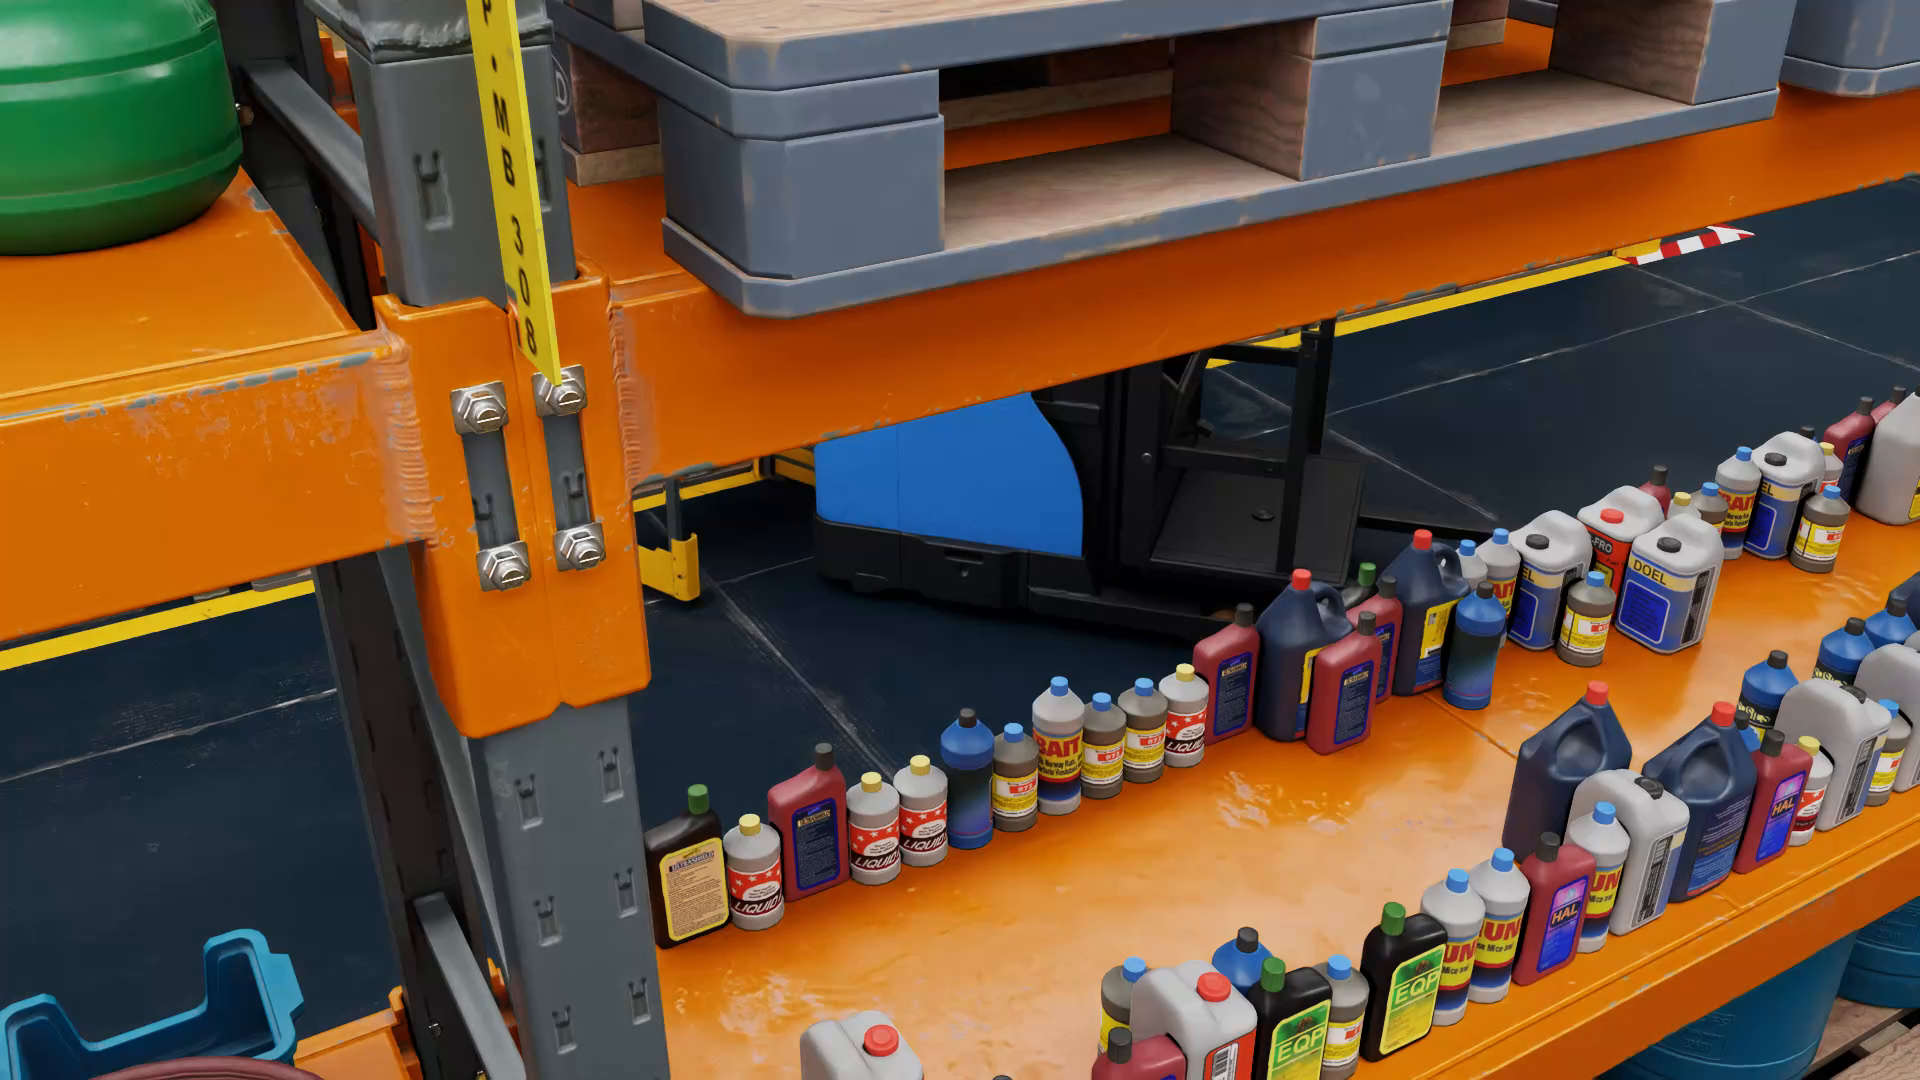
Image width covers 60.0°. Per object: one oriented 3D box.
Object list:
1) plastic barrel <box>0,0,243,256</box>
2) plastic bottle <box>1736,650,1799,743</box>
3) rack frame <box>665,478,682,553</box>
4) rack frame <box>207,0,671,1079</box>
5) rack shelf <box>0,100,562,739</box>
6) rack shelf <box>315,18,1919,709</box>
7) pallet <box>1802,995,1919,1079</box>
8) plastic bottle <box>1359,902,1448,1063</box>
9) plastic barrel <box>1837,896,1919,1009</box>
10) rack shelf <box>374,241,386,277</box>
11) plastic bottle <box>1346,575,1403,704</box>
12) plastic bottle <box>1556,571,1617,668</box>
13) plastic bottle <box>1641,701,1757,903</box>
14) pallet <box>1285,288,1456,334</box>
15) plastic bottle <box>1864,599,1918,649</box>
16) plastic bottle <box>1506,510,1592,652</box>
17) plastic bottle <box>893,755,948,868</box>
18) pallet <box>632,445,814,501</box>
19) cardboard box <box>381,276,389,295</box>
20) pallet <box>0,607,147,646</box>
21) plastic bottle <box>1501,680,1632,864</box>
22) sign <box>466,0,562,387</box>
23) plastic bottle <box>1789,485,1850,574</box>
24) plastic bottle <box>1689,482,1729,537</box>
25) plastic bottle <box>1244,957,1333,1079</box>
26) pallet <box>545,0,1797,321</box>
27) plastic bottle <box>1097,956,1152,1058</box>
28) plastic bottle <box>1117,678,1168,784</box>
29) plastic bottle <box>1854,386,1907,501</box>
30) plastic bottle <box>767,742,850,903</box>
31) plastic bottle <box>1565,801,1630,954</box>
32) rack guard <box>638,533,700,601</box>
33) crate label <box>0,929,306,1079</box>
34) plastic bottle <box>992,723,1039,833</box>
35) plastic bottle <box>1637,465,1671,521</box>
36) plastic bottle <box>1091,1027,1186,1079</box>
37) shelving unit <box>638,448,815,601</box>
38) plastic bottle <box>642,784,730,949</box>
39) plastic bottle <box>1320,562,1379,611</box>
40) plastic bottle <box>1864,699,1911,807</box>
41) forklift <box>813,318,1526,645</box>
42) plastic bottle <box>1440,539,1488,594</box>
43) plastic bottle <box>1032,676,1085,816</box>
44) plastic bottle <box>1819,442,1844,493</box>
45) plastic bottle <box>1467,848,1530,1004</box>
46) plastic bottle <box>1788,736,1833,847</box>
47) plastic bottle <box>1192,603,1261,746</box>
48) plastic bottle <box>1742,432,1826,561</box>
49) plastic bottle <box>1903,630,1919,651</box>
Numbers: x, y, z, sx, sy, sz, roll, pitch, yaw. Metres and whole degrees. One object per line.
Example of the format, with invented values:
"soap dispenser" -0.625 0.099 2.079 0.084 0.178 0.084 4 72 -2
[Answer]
"plastic barrel" -0.782 -0.395 1.417 0.294 0.245 0.294 0 29 0
"plastic bottle" 1.533 0.332 3.176 0.097 0.271 0.097 0 29 0
"rack frame" -1.228 -0.525 6.061 0.500 1.500 0.032 20 32 31
"rack frame" -0.595 0.769 2.252 0.127 3.000 1.000 -16 33 -26
"rack shelf" -2.319 0.260 0.814 4.000 0.370 1.077 -16 33 -26
"rack shelf" 1.130 -0.719 2.589 4.000 0.370 1.077 -16 33 -26
"pallet" 2.168 1.182 4.390 1.213 0.211 1.003 -16 33 -26
"plastic bottle" 0.679 0.665 2.561 0.133 0.283 0.061 -16 33 -26
"plastic barrel" 2.376 0.651 4.204 0.708 0.901 0.600 -16 33 -26
"rack shelf" -1.376 -1.470 7.054 4.000 0.370 1.077 -16 33 -26
"plastic bottle" 0.829 0.211 3.384 0.133 0.283 0.061 -16 33 -26
"plastic bottle" 1.343 0.162 3.557 0.097 0.201 0.097 0 29 0
"plastic bottle" 1.278 0.442 2.895 0.185 0.351 0.144 -16 33 -26
"pallet" 1.993 -1.522 9.290 1.213 0.211 1.003 -16 33 -26
"plastic bottle" 1.849 0.243 3.339 0.097 0.271 0.097 0 29 0
"plastic bottle" 1.264 0.082 3.625 0.135 0.276 0.152 -16 33 -26
"plastic bottle" -0.070 0.478 2.985 0.097 0.201 0.097 0 29 0
"pallet" -1.387 -0.538 7.507 1.213 0.211 1.003 -16 33 -26
"cardboard box" -2.367 -1.064 6.930 0.500 0.250 0.500 -15 32 -24
"pallet" -3.830 0.111 6.331 1.213 0.211 1.003 -16 33 -26
"plastic bottle" 1.085 0.412 2.950 0.185 0.351 0.144 -16 33 -26
"sign" -0.310 -0.271 1.141 0.005 0.325 0.100 -16 33 -26
"plastic bottle" 2.026 -0.032 3.909 0.097 0.201 0.097 0 29 0
"plastic bottle" 1.749 -0.038 3.921 0.097 0.201 0.097 0 29 0
"plastic bottle" 0.480 0.722 2.459 0.133 0.283 0.061 -16 33 -26
"pallet" 0.114 -0.608 1.839 1.213 0.211 1.003 -16 33 -26
"plastic bottle" 0.262 0.724 2.539 0.097 0.201 0.097 0 29 0
"plastic bottle" 0.349 0.359 3.201 0.097 0.201 0.097 0 29 0
"plastic bottle" 2.322 -0.247 4.214 0.133 0.283 0.061 -16 33 -26
"plastic bottle" -0.263 0.487 2.884 0.133 0.283 0.061 -16 33 -26
"plastic bottle" 1.052 0.554 2.774 0.097 0.271 0.097 0 29 0
"rack guard" -1.233 0.024 6.360 0.587 0.250 0.087 20 32 31
"crate label" -1.148 0.789 2.389 0.416 0.233 0.303 -16 33 -26
"plastic bottle" 0.097 0.430 3.071 0.097 0.201 0.097 0 29 0
"plastic bottle" 1.556 -0.030 3.820 0.133 0.283 0.061 -16 33 -26
"plastic bottle" 0.249 0.787 2.340 0.133 0.283 0.061 -16 33 -26
"shelving unit" -0.923 -0.708 6.436 0.587 1.500 1.083 20 32 31
"plastic bottle" -0.462 0.543 2.782 0.133 0.283 0.061 -16 33 -26
"plastic bottle" 0.798 0.186 3.430 0.133 0.283 0.061 -16 33 -26
"plastic bottle" 1.726 0.393 3.138 0.097 0.201 0.097 0 29 0
"forklift" 1.016 -1.124 5.753 3.031 2.935 1.130 8 30 14
"plastic bottle" 1.066 0.125 3.552 0.097 0.271 0.097 0 29 0
"plastic bottle" 0.181 0.376 3.097 0.097 0.271 0.097 0 29 0
"plastic bottle" 2.117 -0.143 4.110 0.097 0.201 0.097 0 29 0
"plastic bottle" 0.853 0.611 2.672 0.097 0.271 0.097 0 29 0
"plastic bottle" 1.526 0.450 3.035 0.097 0.201 0.097 0 29 0
"plastic bottle" 0.523 0.263 3.289 0.133 0.283 0.061 -16 33 -26
"plastic bottle" 1.947 -0.112 3.977 0.135 0.276 0.152 -16 33 -26
"plastic bottle" 1.928 0.288 3.252 0.135 0.276 0.152 -16 33 -26
